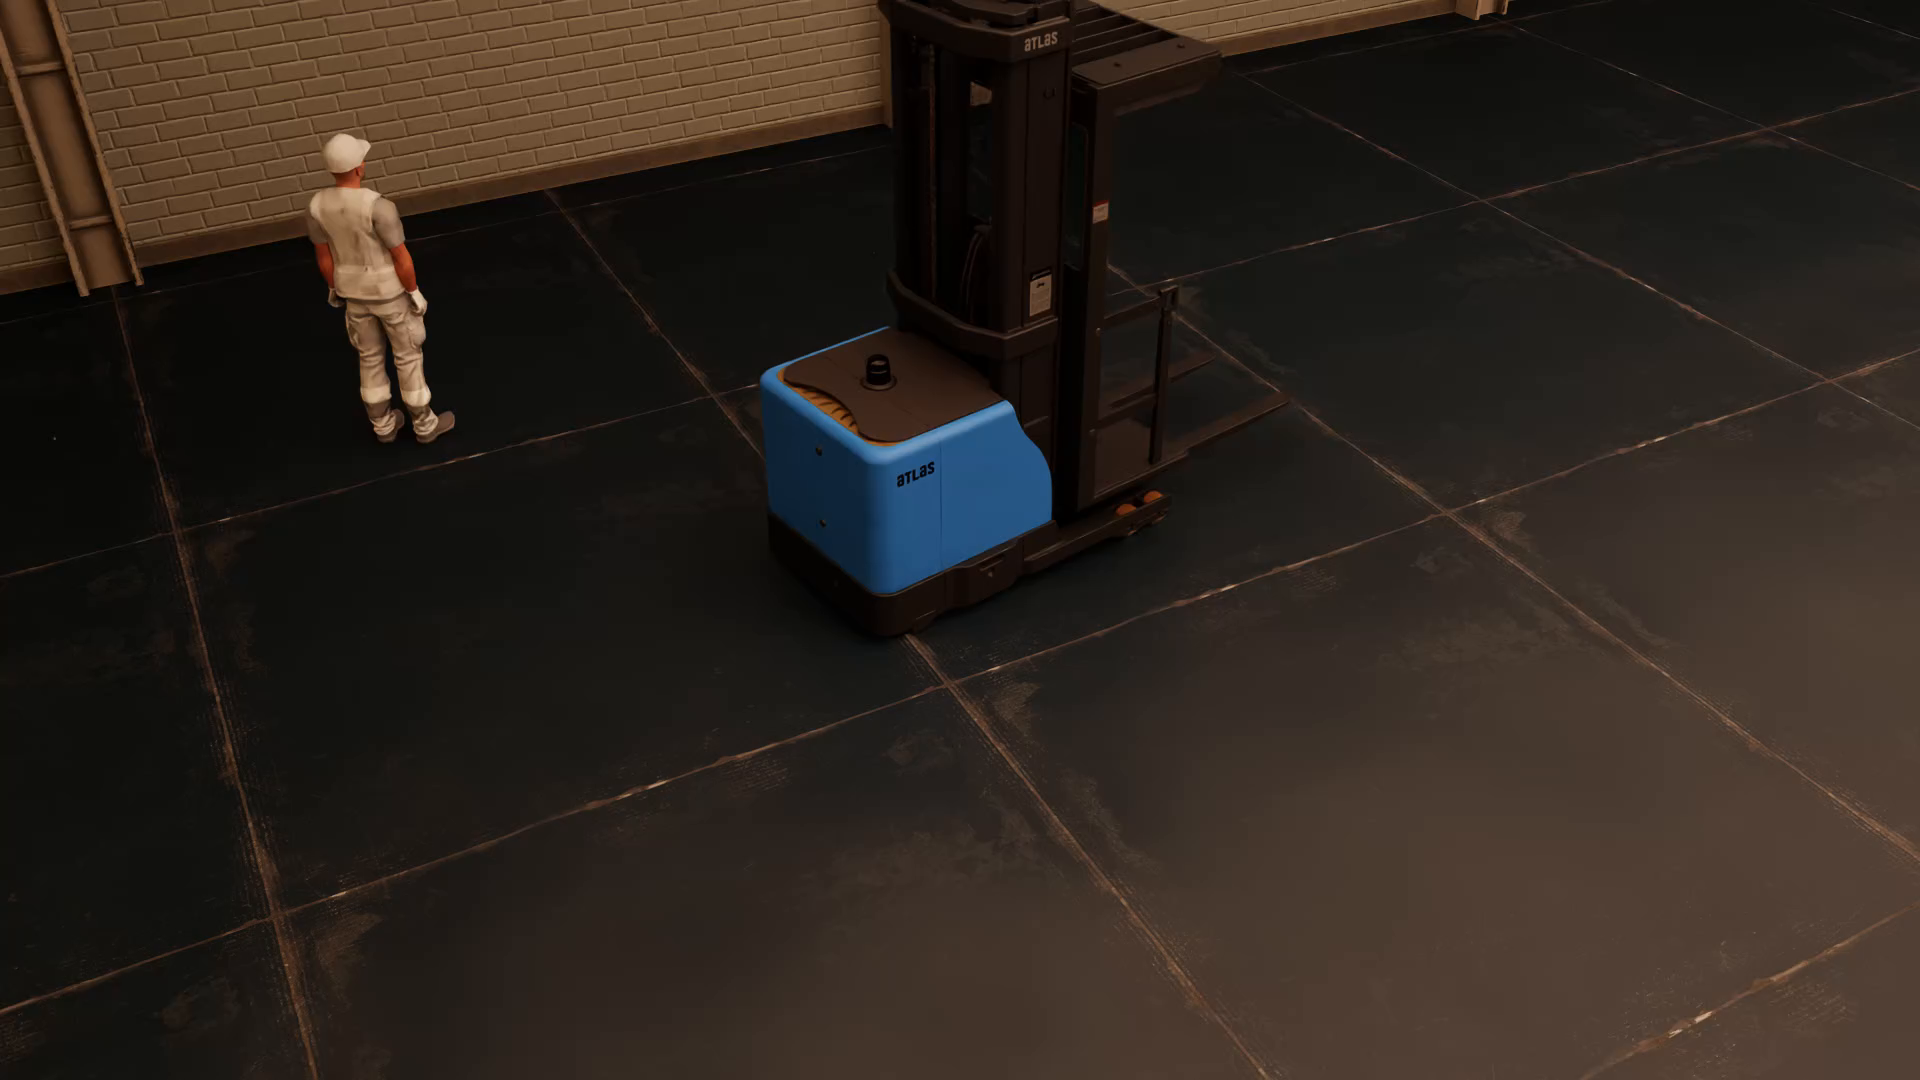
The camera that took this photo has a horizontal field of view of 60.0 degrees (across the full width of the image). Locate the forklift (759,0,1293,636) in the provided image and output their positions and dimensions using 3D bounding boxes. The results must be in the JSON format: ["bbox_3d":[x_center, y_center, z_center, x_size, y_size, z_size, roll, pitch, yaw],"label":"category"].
[{"bbox_3d":[0.493,-1.434,8.152,3.031,2.935,1.130,-25,42,-30],"label":"forklift"}]

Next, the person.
[{"bbox_3d":[-3.160,-1.349,9.019,0.550,1.795,0.352,5,36,7],"label":"person"}]
